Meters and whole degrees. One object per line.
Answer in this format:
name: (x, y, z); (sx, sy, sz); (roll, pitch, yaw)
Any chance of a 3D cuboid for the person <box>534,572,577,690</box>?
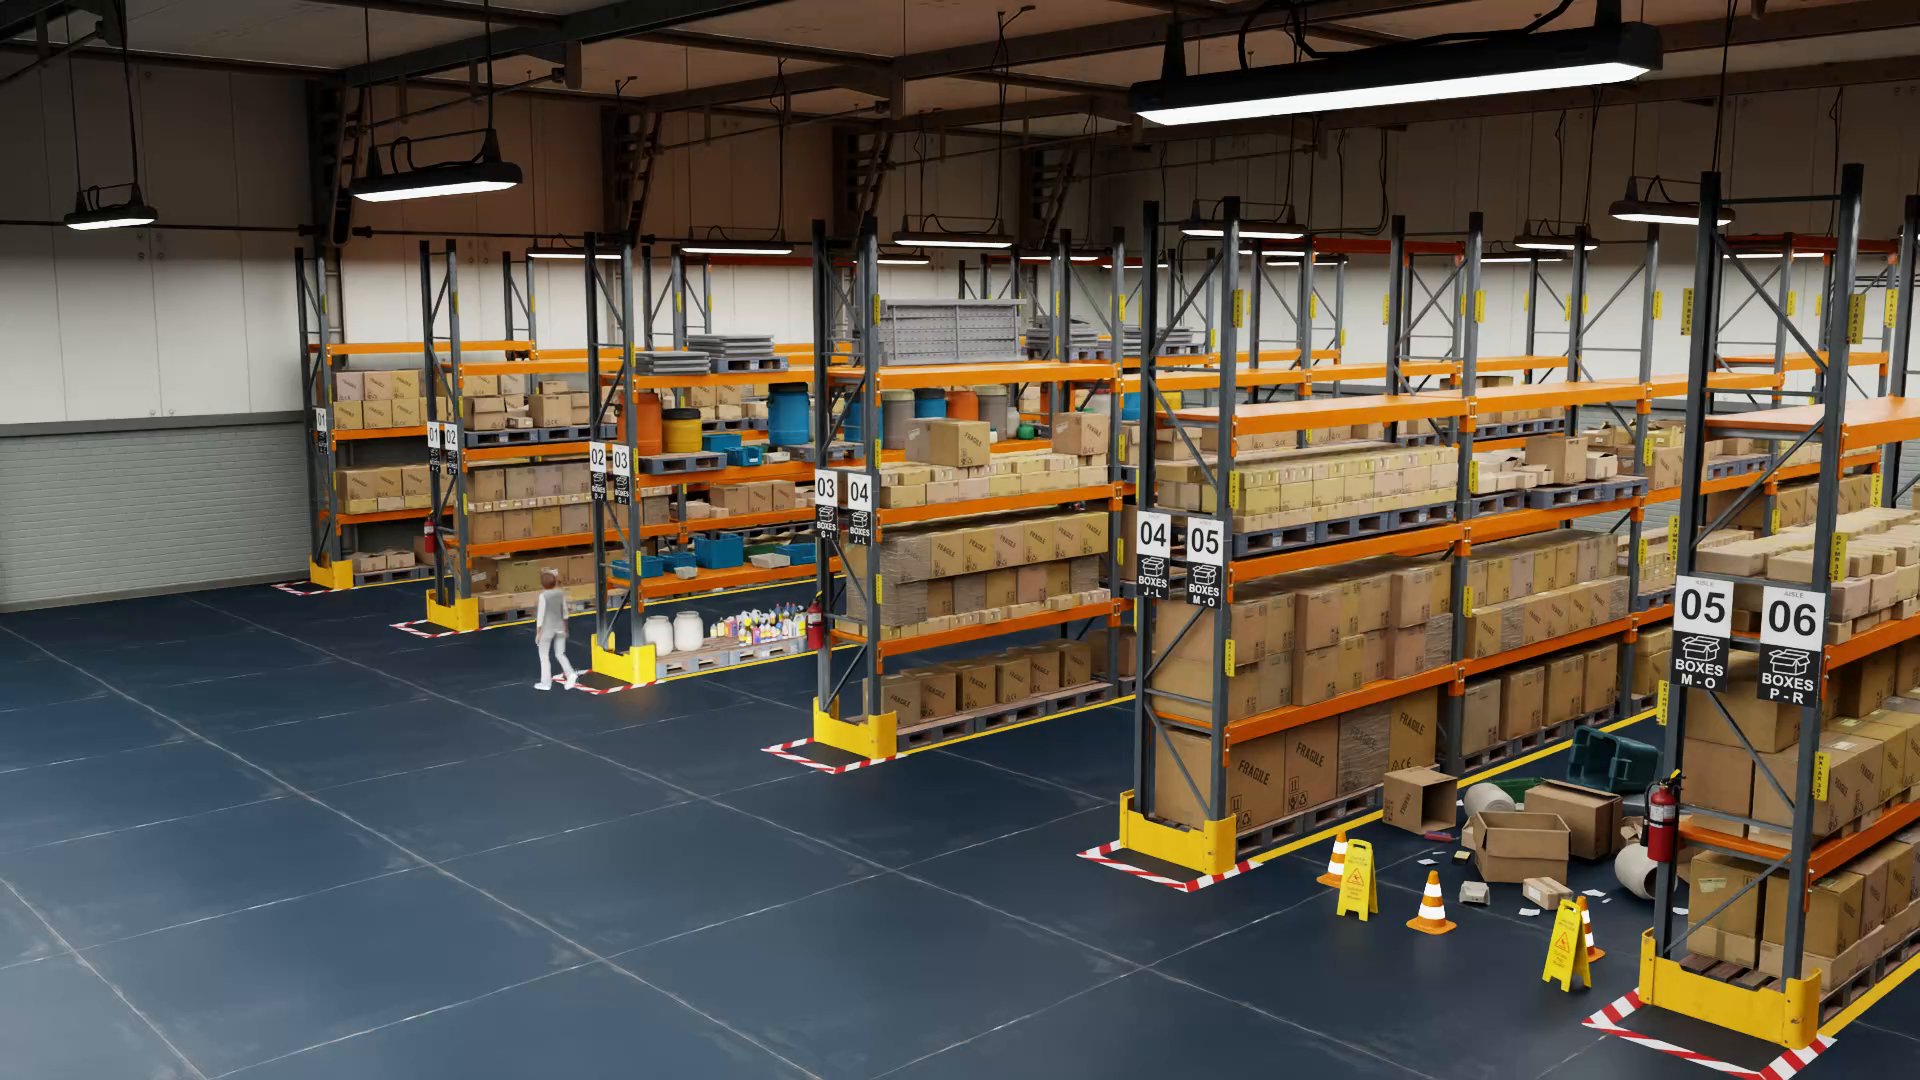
person: (-5.307, 1.208, 21.749); (0.505, 1.577, 0.719); (-8, 11, -43)
